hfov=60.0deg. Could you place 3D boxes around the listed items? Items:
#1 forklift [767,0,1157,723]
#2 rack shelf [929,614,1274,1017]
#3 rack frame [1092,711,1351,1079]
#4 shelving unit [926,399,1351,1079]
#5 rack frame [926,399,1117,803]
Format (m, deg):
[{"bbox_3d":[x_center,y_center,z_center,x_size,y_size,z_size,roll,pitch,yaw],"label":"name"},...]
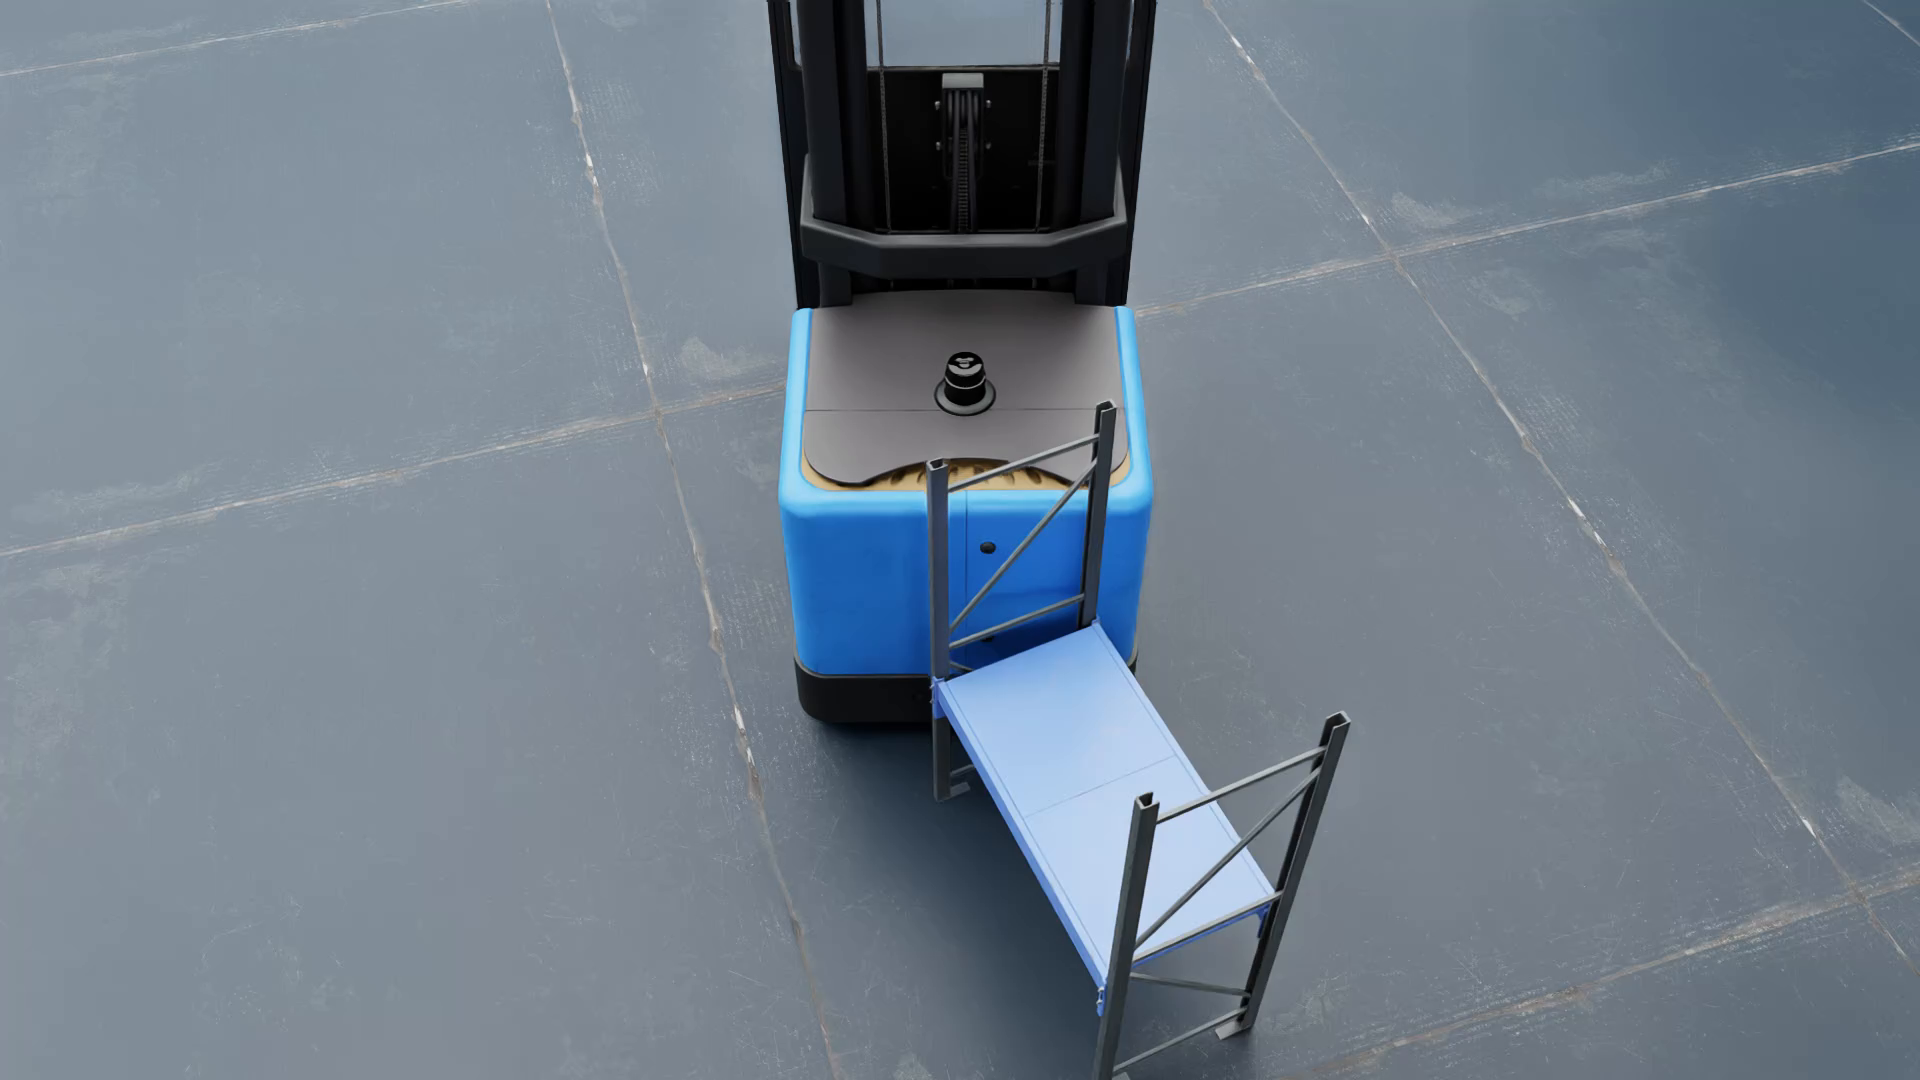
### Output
[{"bbox_3d":[0.003,-1.491,5.090,1.130,2.935,3.031,0,50,0],"label":"forklift"},{"bbox_3d":[0.368,0.696,4.417,0.538,0.185,1.000,-20,53,-16],"label":"rack shelf"},{"bbox_3d":[0.584,0.932,3.983,0.500,1.500,0.032,-20,53,-16],"label":"rack frame"},{"bbox_3d":[0.368,0.580,4.280,0.538,1.500,1.048,-20,53,-16],"label":"shelving unit"},{"bbox_3d":[0.152,0.229,4.576,0.500,1.500,0.032,-20,53,-16],"label":"rack frame"}]
